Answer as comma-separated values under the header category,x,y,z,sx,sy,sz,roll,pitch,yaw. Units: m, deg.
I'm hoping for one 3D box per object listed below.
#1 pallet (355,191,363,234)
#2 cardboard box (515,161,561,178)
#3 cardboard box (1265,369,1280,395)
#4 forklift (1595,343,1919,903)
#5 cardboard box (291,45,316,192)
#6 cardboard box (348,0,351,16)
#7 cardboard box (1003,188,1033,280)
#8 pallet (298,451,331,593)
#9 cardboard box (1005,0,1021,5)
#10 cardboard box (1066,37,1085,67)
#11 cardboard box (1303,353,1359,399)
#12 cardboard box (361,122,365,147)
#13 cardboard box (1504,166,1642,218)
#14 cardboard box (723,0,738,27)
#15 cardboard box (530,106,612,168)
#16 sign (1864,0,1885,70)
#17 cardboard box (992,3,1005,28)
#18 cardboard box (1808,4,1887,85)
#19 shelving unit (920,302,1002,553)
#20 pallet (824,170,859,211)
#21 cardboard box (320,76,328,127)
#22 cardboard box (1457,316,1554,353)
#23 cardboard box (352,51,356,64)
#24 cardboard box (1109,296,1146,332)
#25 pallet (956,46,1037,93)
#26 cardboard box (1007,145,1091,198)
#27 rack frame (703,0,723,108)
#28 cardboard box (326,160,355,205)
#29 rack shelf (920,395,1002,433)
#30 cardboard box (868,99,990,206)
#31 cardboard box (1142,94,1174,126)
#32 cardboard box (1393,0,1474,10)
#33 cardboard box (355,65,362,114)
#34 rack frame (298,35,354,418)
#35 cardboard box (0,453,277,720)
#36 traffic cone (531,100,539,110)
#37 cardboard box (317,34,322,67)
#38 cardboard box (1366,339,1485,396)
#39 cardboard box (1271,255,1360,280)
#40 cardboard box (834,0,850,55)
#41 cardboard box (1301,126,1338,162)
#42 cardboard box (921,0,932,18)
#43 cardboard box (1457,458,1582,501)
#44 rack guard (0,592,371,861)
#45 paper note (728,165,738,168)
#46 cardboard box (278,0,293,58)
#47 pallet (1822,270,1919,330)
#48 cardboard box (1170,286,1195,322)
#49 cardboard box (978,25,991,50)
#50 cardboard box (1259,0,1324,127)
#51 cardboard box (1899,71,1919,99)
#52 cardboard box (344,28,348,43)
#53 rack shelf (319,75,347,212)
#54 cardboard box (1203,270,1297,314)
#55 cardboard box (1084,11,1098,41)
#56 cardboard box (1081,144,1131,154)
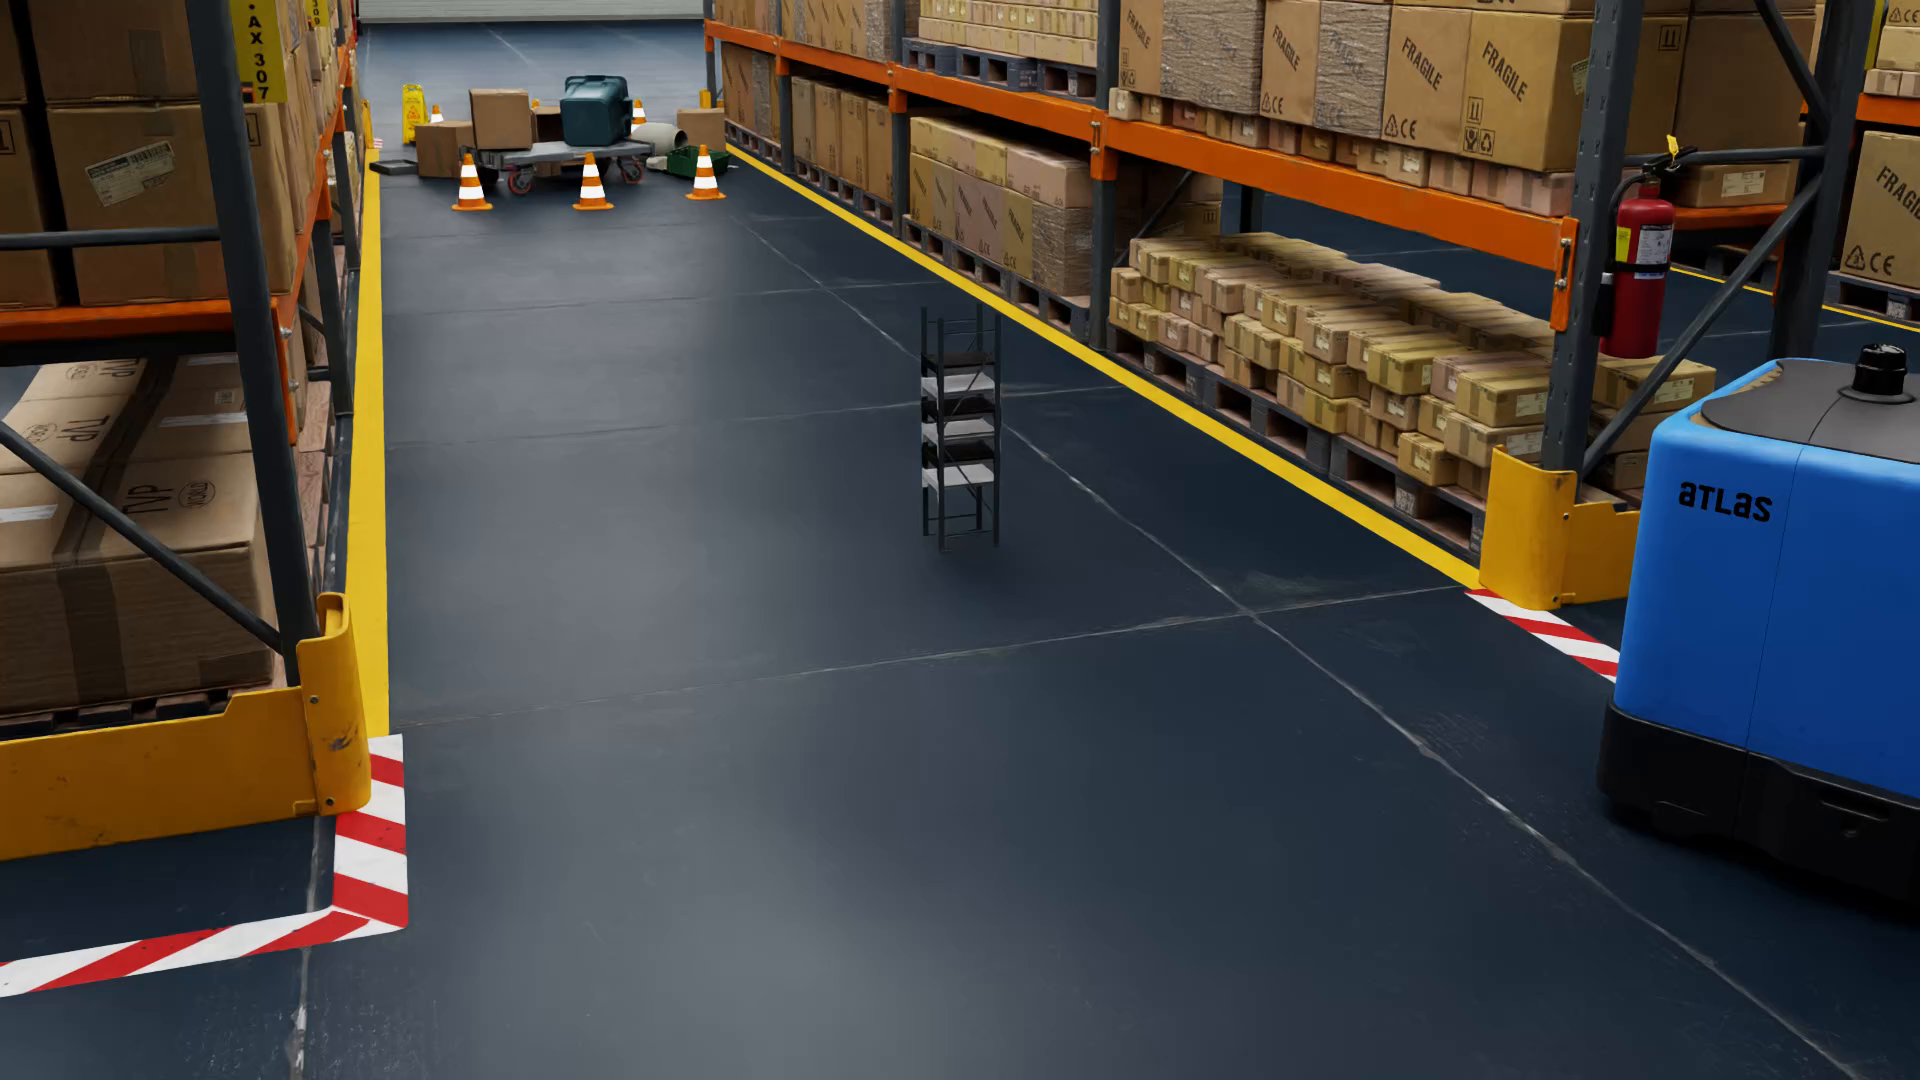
category,x,y,z,sx,sy,sz,roll,pitch,yaw
pallet,-5.323,-2.592,13.320,1.003,0.211,1.213,-6,21,-17
cardboard box,-4.175,-3.749,16.461,0.396,0.266,0.258,12,23,30
cardboard box,1.637,-0.754,7.674,0.380,0.149,0.250,-6,21,-16
forklift,3.119,-0.448,3.327,3.031,2.935,1.130,17,26,39
cardboard box,-2.714,-1.580,6.230,0.500,0.500,0.500,-7,21,-18
cardboard box,-6.628,-5.711,17.290,0.500,0.500,0.500,-6,21,-17
cardboard box,0.593,-1.934,10.440,0.500,0.500,0.500,-7,21,-18
pallet,-2.890,-0.022,6.166,1.003,0.211,1.213,-6,21,-17
cardboard box,0.505,-3.423,10.380,0.380,0.149,0.250,-7,21,-20
cardboard box,0.831,-2.806,9.543,0.380,0.149,0.250,-6,21,-17
cardboard box,1.706,-0.720,7.140,0.380,0.149,0.250,-6,21,-16
cardboard box,-6.379,-4.168,17.030,0.500,0.250,0.500,-7,21,-19
cardboard box,2.112,-1.210,5.719,0.380,0.149,0.250,-6,21,-17
cardboard box,-2.136,-5.977,18.398,0.875,0.550,0.550,-6,21,-17
cardboard box,-3.956,-4.125,16.955,0.797,0.637,0.503,-6,21,-17
sign,2.998,-1.719,5.484,0.100,0.325,0.005,-6,21,-17
cardboard box,0.424,-3.365,10.657,0.380,0.149,0.250,-6,21,-15
cardboard box,5.560,-3.200,10.740,0.500,0.500,0.500,-6,21,-17
shelving unit,0.003,-0.421,6.257,0.258,0.900,0.210,-6,21,-17
pallet,-0.588,-3.160,14.903,1.003,0.211,1.213,-6,21,-17
cardboard box,-3.494,-2.243,8.447,0.500,0.250,0.500,-7,21,-19
cardboard box,2.326,-0.835,7.019,0.380,0.149,0.250,-7,21,-20
cardboard box,-6.459,-4.970,17.195,0.380,0.149,0.250,-6,21,-16
cardboard box,1.035,-1.242,9.034,0.380,0.149,0.250,-7,21,-20
pallet,0.629,-3.100,10.893,1.003,0.211,1.213,-6,21,-17
cardboard box,0.603,-2.290,10.322,0.500,0.250,0.500,-5,20,-15
rack frame,-2.546,-6.388,19.764,1.000,3.000,0.127,-6,21,-17
cardboard box,-5.107,-2.642,12.600,0.950,0.372,0.625,-7,21,-18
rack shelf,0.003,-0.474,6.238,0.258,0.077,0.200,-6,21,-17
cardboard box,-0.138,-3.165,13.497,1.050,0.750,0.750,-7,21,-18
cardboard box,1.156,-2.218,8.527,0.380,0.149,0.250,-6,21,-16
cardboard box,1.944,-2.194,6.021,0.500,0.500,0.500,-7,21,-19
cardboard box,-6.547,-4.690,17.373,0.500,0.500,0.500,-6,21,-15
rack frame,-3.442,-1.979,7.489,1.000,3.000,0.127,-6,21,-17
cardboard box,-2.487,0.112,4.837,0.875,0.438,0.875,-7,21,-19
traffic cone,-4.907,-4.862,19.268,0.336,0.463,0.334,-6,21,-17
cardboard box,-3.503,-2.479,8.363,0.500,0.250,0.500,-6,21,-16
cardboard box,1.849,-0.689,6.613,0.380,0.149,0.250,-7,21,-18
cardboard box,1.795,-1.338,8.421,0.380,0.149,0.250,-6,21,-15
cardboard box,-0.741,-4.305,13.816,0.500,0.500,0.500,-7,21,-18
cardboard box,1.692,-1.716,7.129,0.380,0.149,0.250,-6,21,-16
cardboard box,-0.070,-3.864,12.047,0.380,0.149,0.250,-5,20,-15
cardboard box,2.119,-0.256,6.289,0.380,0.149,0.250,-6,21,-16
rack guard,-2.177,0.489,4.316,1.175,0.500,0.348,-6,21,-17
paper note,-2.360,-3.827,17.025,0.142,0.020,0.147,12,23,30
cardboard box,-2.561,-1.887,5.605,0.500,0.500,0.500,-6,21,-17
pallet,6.131,-1.467,10.189,1.003,0.211,1.213,-6,21,-17
cardboard box,1.311,-1.237,8.579,0.380,0.149,0.250,-7,21,-18
cardboard box,0.336,-3.310,10.945,0.380,0.149,0.250,-6,21,-16
cardboard box,1.625,-2.046,7.088,0.500,0.500,0.500,-5,20,-14
cardboard box,5.826,-2.699,9.865,0.380,0.149,0.250,-7,21,-19
cardboard box,-5.751,-4.563,15.055,0.380,0.149,0.250,-6,21,-17
rack shelf,-4.070,-2.282,9.397,1.077,0.370,4.000,-6,21,-17
cardboard box,1.400,-1.198,8.032,0.380,0.149,0.250,-6,21,-16
cardboard box,0.913,-2.863,9.261,0.380,0.149,0.250,-6,21,-16
cardboard box,1.074,-2.347,10.481,0.500,0.250,0.500,-6,21,-16
